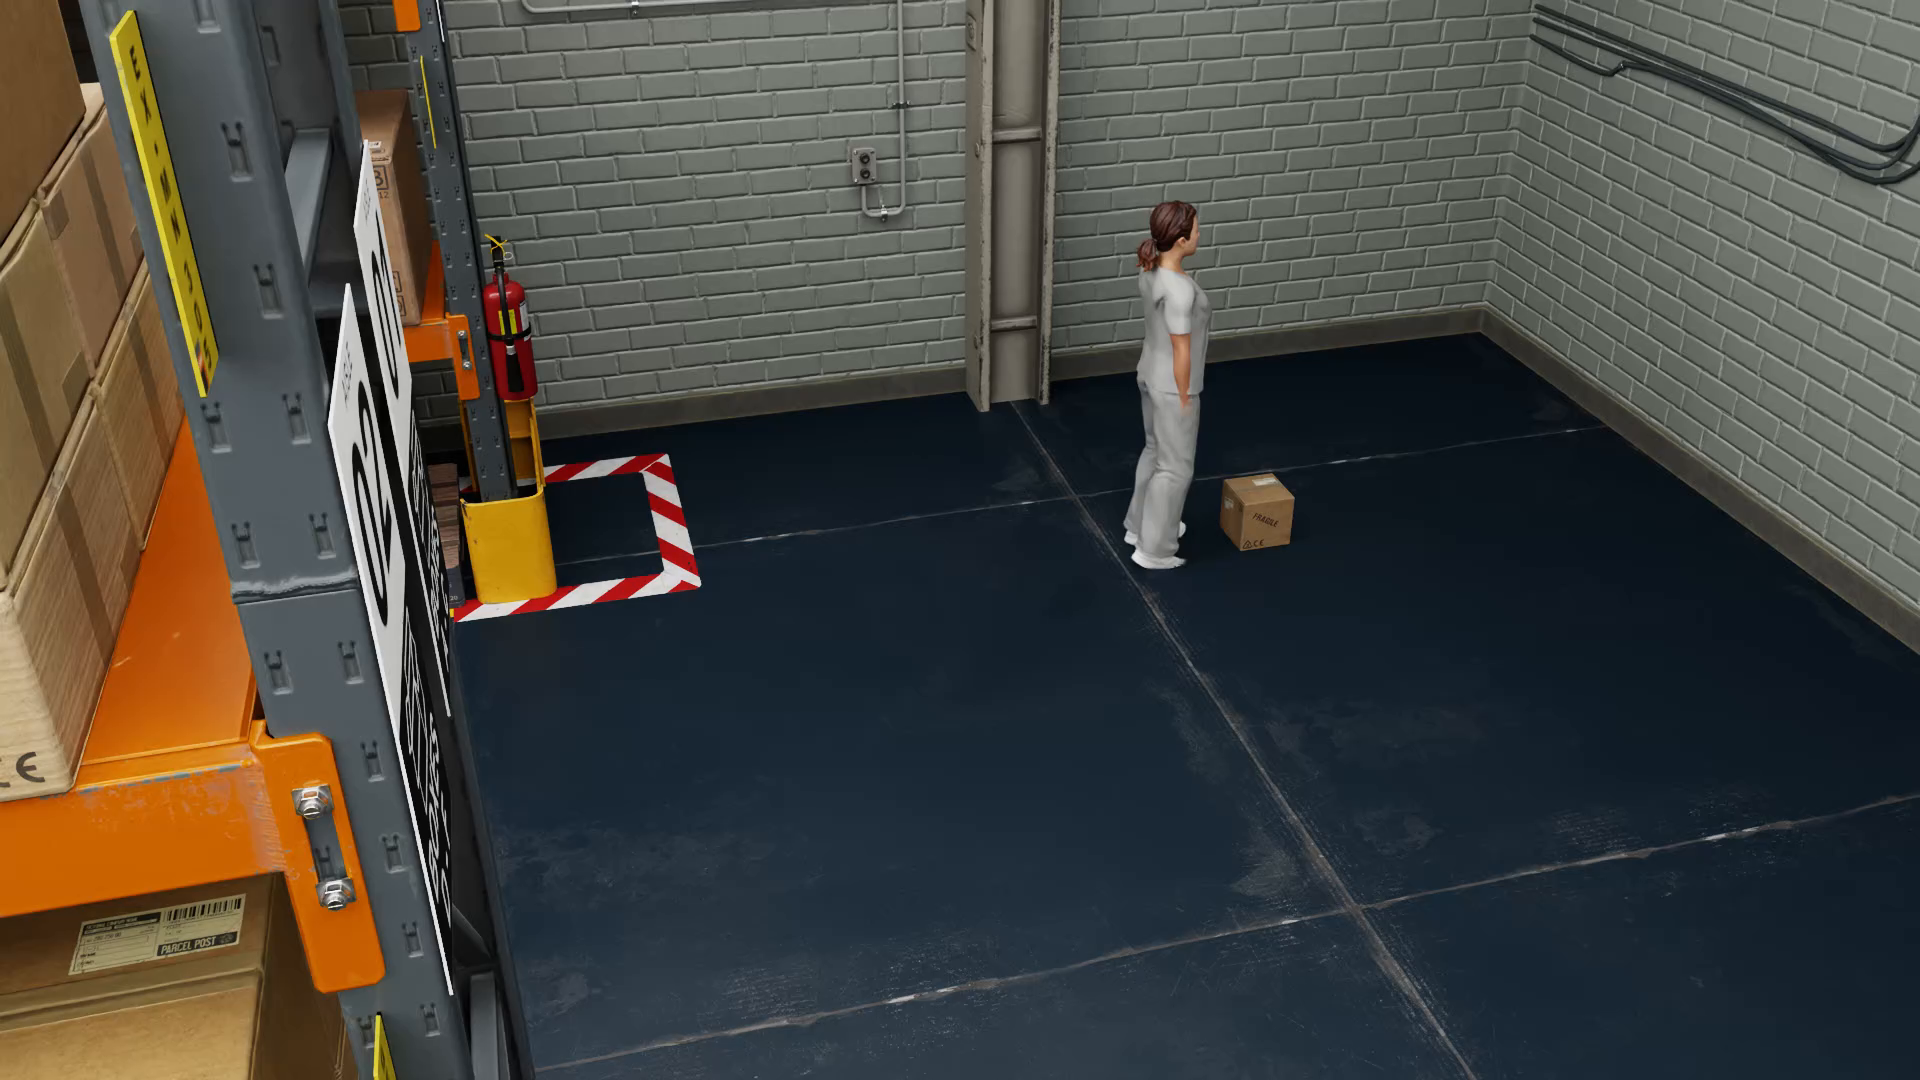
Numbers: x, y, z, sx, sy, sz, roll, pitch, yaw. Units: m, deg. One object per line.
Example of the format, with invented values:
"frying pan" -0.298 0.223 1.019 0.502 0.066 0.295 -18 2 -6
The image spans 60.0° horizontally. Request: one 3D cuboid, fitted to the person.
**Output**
"person" 0.908 -0.640 7.330 0.366 1.670 0.437 -7 31 -12
